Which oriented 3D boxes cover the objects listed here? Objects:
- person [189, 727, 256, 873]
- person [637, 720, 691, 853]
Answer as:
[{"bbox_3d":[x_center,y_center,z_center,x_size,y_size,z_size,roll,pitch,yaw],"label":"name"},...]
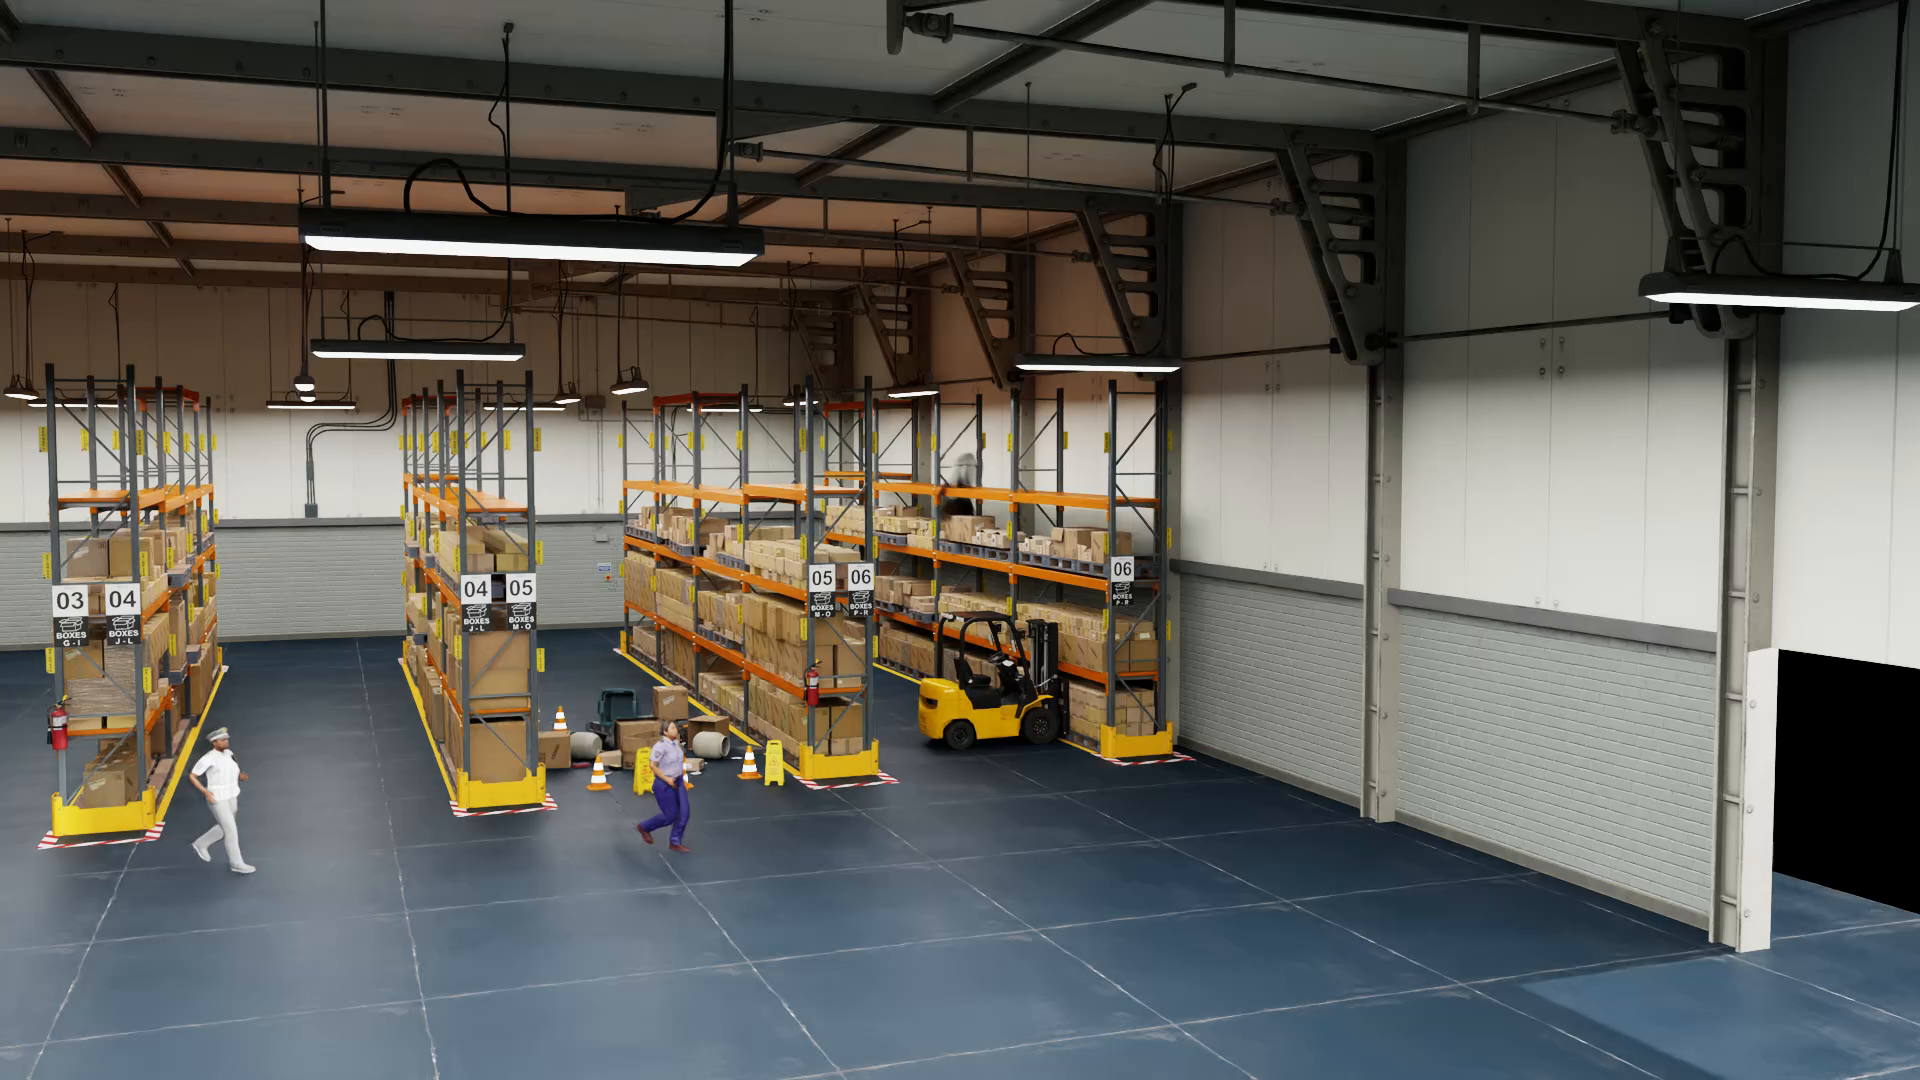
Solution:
[{"bbox_3d":[-8.609,3.011,19.378,0.904,1.676,0.583,1,3,14],"label":"person"},{"bbox_3d":[-3.617,3.015,20.398,0.672,1.624,0.612,1,4,21],"label":"person"}]
